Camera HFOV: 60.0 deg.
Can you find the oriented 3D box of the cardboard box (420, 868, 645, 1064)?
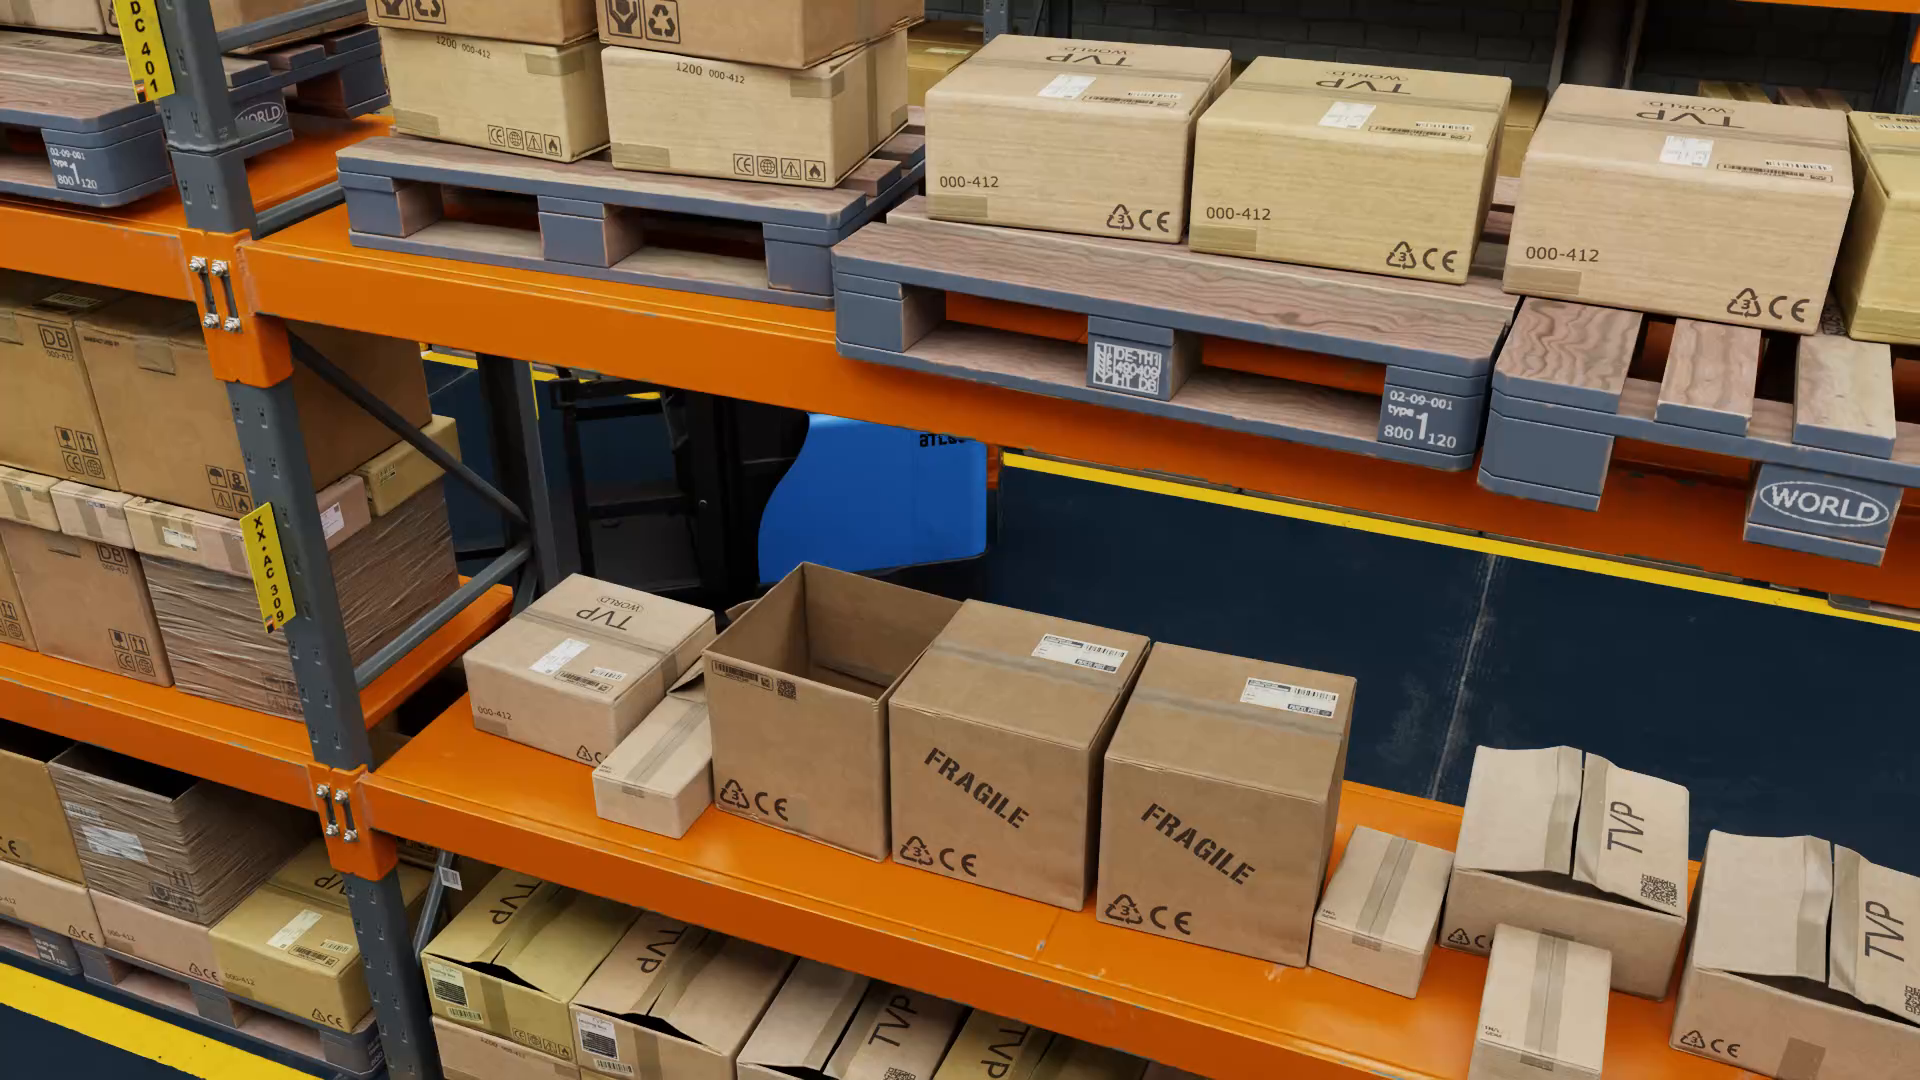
[{"bbox_3d":[-1.215,1.189,4.895,0.500,0.311,0.500,11,31,19],"label":"cardboard box"}]

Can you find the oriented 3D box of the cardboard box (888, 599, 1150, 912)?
[{"bbox_3d":[0.154,0.525,4.170,0.500,0.500,0.500,11,31,19],"label":"cardboard box"}]

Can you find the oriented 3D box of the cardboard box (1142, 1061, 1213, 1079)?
[{"bbox_3d":[0.674,1.567,4.227,0.500,0.311,0.500,11,31,19],"label":"cardboard box"}]

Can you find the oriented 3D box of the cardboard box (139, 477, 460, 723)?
[{"bbox_3d":[-1.918,0.107,4.911,0.500,0.500,0.700,10,31,18],"label":"cardboard box"}]

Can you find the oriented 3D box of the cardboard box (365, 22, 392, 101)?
[{"bbox_3d":[-3.022,-2.815,9.551,0.500,0.500,0.500,11,31,19],"label":"cardboard box"}]

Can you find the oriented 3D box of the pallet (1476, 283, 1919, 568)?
[{"bbox_3d":[1.540,-0.339,2.945,1.003,0.211,1.213,13,32,21],"label":"pallet"}]

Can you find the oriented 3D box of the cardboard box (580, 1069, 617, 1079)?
[{"bbox_3d":[-0.750,1.526,4.869,0.500,0.250,0.500,12,32,20],"label":"cardboard box"}]

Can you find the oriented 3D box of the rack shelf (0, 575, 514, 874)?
[{"bbox_3d":[-3.357,0.173,5.627,4.000,0.370,1.077,11,31,19],"label":"rack shelf"}]

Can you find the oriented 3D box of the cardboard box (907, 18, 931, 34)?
[{"bbox_3d":[-0.480,-2.579,9.135,0.500,0.500,0.500,11,31,19],"label":"cardboard box"}]

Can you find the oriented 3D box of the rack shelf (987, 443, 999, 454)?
[{"bbox_3d":[0.109,-0.516,8.032,0.180,0.103,0.258,3,29,6],"label":"rack shelf"}]

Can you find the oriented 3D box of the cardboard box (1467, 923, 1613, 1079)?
[{"bbox_3d":[1.265,1.038,3.620,0.250,0.149,0.380,11,31,19],"label":"cardboard box"}]

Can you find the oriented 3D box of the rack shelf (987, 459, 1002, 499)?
[{"bbox_3d":[0.108,-0.306,8.148,0.180,0.103,0.258,3,29,6],"label":"rack shelf"}]

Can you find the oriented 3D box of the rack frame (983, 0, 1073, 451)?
[{"bbox_3d":[0.355,-2.030,8.793,0.127,3.000,1.000,11,31,19],"label":"rack frame"}]

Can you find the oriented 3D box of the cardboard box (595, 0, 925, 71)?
[{"bbox_3d":[-0.411,-1.294,3.405,0.500,0.500,0.500,14,33,24],"label":"cardboard box"}]

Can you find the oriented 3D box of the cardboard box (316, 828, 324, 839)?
[{"bbox_3d":[-2.281,0.925,5.933,0.500,0.250,0.500,11,31,19],"label":"cardboard box"}]

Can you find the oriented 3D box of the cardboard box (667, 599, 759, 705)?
[{"bbox_3d":[-0.620,0.367,4.689,0.258,0.266,0.396,11,31,18],"label":"cardboard box"}]

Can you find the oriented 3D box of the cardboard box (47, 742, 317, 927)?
[{"bbox_3d":[-2.475,0.833,5.333,0.500,0.500,0.500,11,31,19],"label":"cardboard box"}]

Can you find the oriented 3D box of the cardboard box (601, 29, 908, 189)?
[{"bbox_3d":[-0.427,-0.975,3.604,0.500,0.250,0.500,8,31,14],"label":"cardboard box"}]

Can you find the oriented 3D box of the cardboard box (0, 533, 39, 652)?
[{"bbox_3d":[-2.872,-0.083,5.246,0.500,0.500,0.700,12,32,20],"label":"cardboard box"}]

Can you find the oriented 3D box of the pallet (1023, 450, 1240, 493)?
[{"bbox_3d":[1.077,-0.673,9.226,1.213,0.211,1.003,11,31,19],"label":"pallet"}]

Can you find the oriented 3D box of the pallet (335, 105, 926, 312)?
[{"bbox_3d":[-0.682,-0.836,3.827,1.217,0.209,0.805,10,31,17],"label":"pallet"}]

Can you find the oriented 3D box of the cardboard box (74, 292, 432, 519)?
[{"bbox_3d":[-1.918,-0.458,4.592,0.500,0.500,0.700,11,31,19],"label":"cardboard box"}]

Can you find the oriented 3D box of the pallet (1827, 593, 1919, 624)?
[{"bbox_3d":[4.764,0.104,7.851,1.213,0.211,1.003,11,31,19],"label":"pallet"}]

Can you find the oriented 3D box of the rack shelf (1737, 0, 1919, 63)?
[{"bbox_3d":[2.208,-2.653,7.577,4.000,0.370,1.077,11,31,19],"label":"rack shelf"}]

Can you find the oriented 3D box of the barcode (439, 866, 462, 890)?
[{"bbox_3d":[-1.424,0.945,4.647,0.075,0.075,0.001,11,31,19],"label":"barcode"}]

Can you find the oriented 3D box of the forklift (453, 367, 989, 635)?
[{"bbox_3d":[-1.442,-1.002,7.044,3.031,2.935,1.130,-7,30,-12],"label":"forklift"}]

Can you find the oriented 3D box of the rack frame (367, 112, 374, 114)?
[{"bbox_3d":[-3.352,-2.770,10.102,0.127,3.000,1.000,11,31,19],"label":"rack frame"}]

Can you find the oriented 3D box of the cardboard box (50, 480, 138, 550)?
[{"bbox_3d":[-2.309,-0.143,4.694,0.250,0.149,0.380,10,31,18],"label":"cardboard box"}]

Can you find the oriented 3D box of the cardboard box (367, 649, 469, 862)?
[{"bbox_3d":[-1.816,0.689,5.589,0.500,0.500,0.500,11,31,19],"label":"cardboard box"}]

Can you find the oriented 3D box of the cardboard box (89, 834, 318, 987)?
[{"bbox_3d":[-2.476,1.160,5.516,0.500,0.250,0.500,11,31,19],"label":"cardboard box"}]

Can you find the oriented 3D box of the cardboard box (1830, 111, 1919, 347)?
[{"bbox_3d":[1.761,-0.512,2.785,0.500,0.250,0.500,9,31,15],"label":"cardboard box"}]

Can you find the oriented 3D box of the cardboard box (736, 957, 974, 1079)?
[{"bbox_3d":[-0.273,1.380,4.558,0.500,0.311,0.500,10,31,17],"label":"cardboard box"}]

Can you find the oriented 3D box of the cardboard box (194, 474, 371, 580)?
[{"bbox_3d":[-1.837,-0.049,4.528,0.250,0.149,0.380,11,31,19],"label":"cardboard box"}]

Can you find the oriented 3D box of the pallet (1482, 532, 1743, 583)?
[{"bbox_3d":[3.338,-0.221,8.427,1.213,0.211,1.003,11,31,19],"label":"pallet"}]

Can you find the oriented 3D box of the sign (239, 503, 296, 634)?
[{"bbox_3d":[-1.711,0.071,4.115,0.005,0.325,0.100,11,31,19],"label":"sign"}]

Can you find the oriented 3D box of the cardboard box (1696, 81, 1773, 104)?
[{"bbox_3d":[3.427,-1.910,7.373,0.250,0.149,0.380,6,30,11],"label":"cardboard box"}]

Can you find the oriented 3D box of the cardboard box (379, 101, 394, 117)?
[{"bbox_3d":[-3.019,-2.478,9.718,0.500,0.250,0.500,10,31,18],"label":"cardboard box"}]

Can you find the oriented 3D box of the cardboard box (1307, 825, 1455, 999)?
[{"bbox_3d":[0.999,0.869,3.920,0.250,0.149,0.380,14,32,23],"label":"cardboard box"}]

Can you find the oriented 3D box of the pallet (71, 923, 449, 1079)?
[{"bbox_3d":[-2.225,1.277,5.776,1.213,0.211,1.003,11,31,19],"label":"pallet"}]

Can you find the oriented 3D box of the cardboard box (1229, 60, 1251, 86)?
[{"bbox_3d":[1.329,-2.049,8.277,0.500,0.500,0.700,15,33,24],"label":"cardboard box"}]

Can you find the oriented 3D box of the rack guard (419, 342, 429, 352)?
[{"bbox_3d":[-3.281,-1.668,10.693,0.348,0.500,1.175,11,31,19],"label":"rack guard"}]

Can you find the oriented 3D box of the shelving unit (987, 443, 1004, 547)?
[{"bbox_3d":[0.109,-0.555,8.010,0.189,1.200,0.258,3,29,6],"label":"shelving unit"}]

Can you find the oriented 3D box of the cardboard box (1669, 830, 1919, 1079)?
[{"bbox_3d":[1.882,0.921,3.663,0.500,0.311,0.500,13,32,22],"label":"cardboard box"}]

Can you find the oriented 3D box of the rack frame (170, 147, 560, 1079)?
[{"bbox_3d":[-1.504,0.229,4.796,0.127,3.000,1.000,11,31,19],"label":"rack frame"}]

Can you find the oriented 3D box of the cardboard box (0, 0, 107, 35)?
[{"bbox_3d":[-2.372,-1.595,4.496,0.500,0.311,0.500,10,31,16],"label":"cardboard box"}]

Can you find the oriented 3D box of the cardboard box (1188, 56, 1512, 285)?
[{"bbox_3d":[0.742,-0.712,3.138,0.500,0.250,0.500,11,31,18],"label":"cardboard box"}]
